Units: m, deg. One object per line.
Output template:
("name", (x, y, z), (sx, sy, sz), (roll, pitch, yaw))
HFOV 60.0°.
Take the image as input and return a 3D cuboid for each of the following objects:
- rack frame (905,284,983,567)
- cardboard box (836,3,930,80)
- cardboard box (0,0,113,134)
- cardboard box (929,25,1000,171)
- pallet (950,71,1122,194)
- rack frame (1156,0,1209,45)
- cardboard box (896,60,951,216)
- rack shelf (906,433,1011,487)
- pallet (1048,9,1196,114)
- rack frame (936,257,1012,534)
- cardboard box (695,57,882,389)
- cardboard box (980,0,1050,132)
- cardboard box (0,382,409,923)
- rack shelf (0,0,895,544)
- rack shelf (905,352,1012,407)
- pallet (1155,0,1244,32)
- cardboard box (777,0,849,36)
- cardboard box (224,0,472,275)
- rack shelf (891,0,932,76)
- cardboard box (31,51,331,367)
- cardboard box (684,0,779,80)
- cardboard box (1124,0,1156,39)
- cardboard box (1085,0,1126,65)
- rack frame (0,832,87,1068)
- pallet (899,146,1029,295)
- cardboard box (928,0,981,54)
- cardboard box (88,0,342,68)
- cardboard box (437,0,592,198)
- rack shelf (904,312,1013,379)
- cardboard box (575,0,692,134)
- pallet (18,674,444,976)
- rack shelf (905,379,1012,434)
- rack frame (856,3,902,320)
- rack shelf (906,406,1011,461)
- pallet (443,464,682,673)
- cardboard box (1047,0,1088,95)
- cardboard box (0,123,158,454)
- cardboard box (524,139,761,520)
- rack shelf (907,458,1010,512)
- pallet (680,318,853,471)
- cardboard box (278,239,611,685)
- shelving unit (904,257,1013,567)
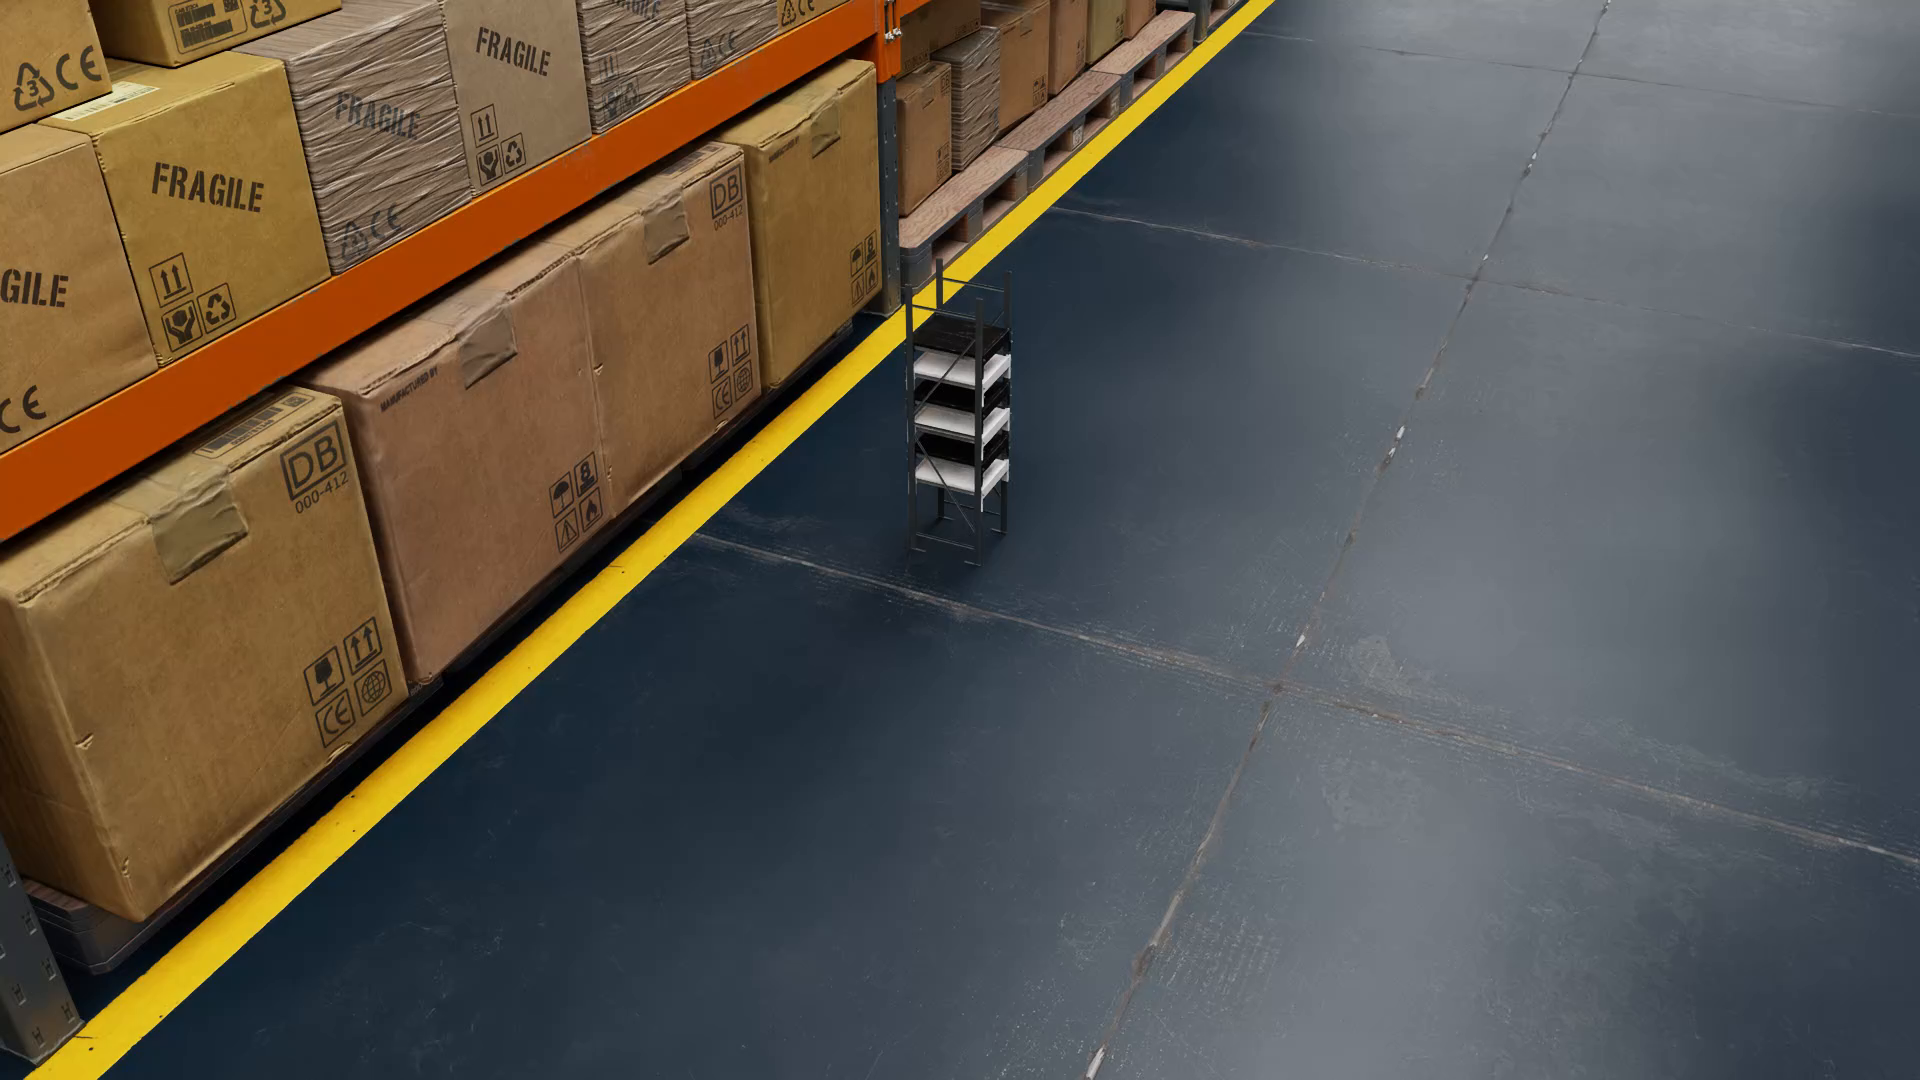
("rack frame", (-0.046, -0.322, 4.920), (0.240, 0.900, 0.006), (14, 36, 20))
("cardboard box", (-0.462, -2.062, 6.853), (0.500, 0.250, 0.500), (16, 36, 22))
("cardboard box", (-2.129, -1.058, 3.122), (0.797, 0.503, 0.637), (13, 36, 19))
("cardboard box", (-0.232, -2.025, 7.481), (0.700, 0.500, 0.500), (11, 35, 17))
("pallet", (0.125, -2.097, 8.255), (1.003, 0.211, 1.213), (14, 36, 20))
("rack frame", (0.959, -4.261, 9.013), (1.000, 3.000, 0.127), (14, 36, 20))
("cardboard box", (-0.453, -1.746, 7.055), (0.700, 0.500, 0.500), (12, 35, 18))
("rack shelf", (-0.003, -0.269, 5.065), (0.258, 0.077, 0.200), (14, 36, 20))
("pallet", (0.634, -2.707, 9.185), (1.003, 0.211, 1.213), (14, 36, 20))
("rack frame", (0.039, -0.423, 5.074), (0.240, 0.900, 0.006), (14, 36, 20))
("cardboard box", (-1.022, -1.217, 5.925), (1.225, 0.875, 0.875), (13, 35, 18))
("cardboard box", (-0.001, -2.309, 7.914), (0.700, 0.500, 0.500), (17, 37, 24))
("cardboard box", (-2.139, 0.113, 3.897), (1.225, 0.875, 0.875), (14, 36, 21))
("rack shelf", (-1.552, -0.972, 4.653), (1.077, 0.370, 4.000), (14, 36, 20))
("rack shelf", (-0.003, -0.495, 4.917), (0.258, 0.077, 0.200), (14, 36, 20))
("pallet", (1.208, -3.437, 10.300), (1.003, 0.211, 1.213), (14, 36, 20))
("cardboard box", (-0.696, -2.008, 5.486), (0.500, 0.500, 0.500), (15, 36, 22))
("cardboard box", (-1.549, -0.990, 3.933), (0.500, 0.500, 0.500), (13, 36, 19))
("rack shelf", (0.122, -2.964, 7.691), (1.077, 0.370, 4.000), (14, 36, 20))
("cardboard box", (-1.759, -0.741, 3.553), (0.500, 0.500, 0.500), (14, 36, 21))
("cardboard box", (-0.910, -1.761, 5.109), (0.500, 0.500, 0.500), (14, 36, 20))
("cardboard box", (0.682, -3.099, 9.119), (0.700, 0.500, 0.500), (11, 35, 17))
("cardboard box", (0.466, -2.866, 8.763), (0.700, 0.500, 0.500), (14, 36, 20))
("rack frame", (-2.388, -0.277, 2.936), (1.000, 3.000, 0.127), (14, 36, 20))
("pallet", (-0.386, -1.492, 7.332), (1.003, 0.211, 1.213), (14, 36, 20))
("cardboard box", (-0.249, -2.328, 7.260), (0.500, 0.250, 0.500), (18, 37, 26))
("cardboard box", (-1.831, -1.397, 3.639), (0.797, 0.503, 0.637), (15, 36, 21))
("cardboard box", (-1.338, -1.248, 4.327), (0.500, 0.500, 0.500), (15, 36, 21))
("rack shelf", (-0.003, -0.570, 4.867), (0.258, 0.077, 0.200), (14, 36, 20))
("cardboard box", (-1.124, -1.502, 4.713), (0.500, 0.500, 0.500), (13, 35, 19))
("pallet", (-2.134, 0.488, 4.313), (1.003, 0.211, 1.213), (14, 36, 20))
("rack shelf", (-0.003, -0.420, 4.966), (0.258, 0.077, 0.200), (14, 36, 20))
("rack frame", (-0.715, -2.269, 5.975), (1.000, 3.000, 0.127), (14, 36, 20))
("rack shelf", (-0.003, -0.344, 5.015), (0.258, 0.077, 0.200), (14, 36, 20))
("pallet", (-1.625, -0.122, 5.243), (1.003, 0.211, 1.213), (14, 36, 20))
("cardboard box", (0.232, -2.587, 8.338), (0.700, 0.500, 0.500), (11, 35, 16))
("cardboard box", (-1.969, -0.490, 3.171), (0.500, 0.500, 0.500), (14, 36, 21))
("cardboard box", (-1.402, -0.775, 5.251), (1.225, 0.875, 0.875), (14, 36, 21))
("rack shelf", (-0.003, -0.194, 5.114), (0.258, 0.077, 0.200), (14, 36, 20))
("pallet", (-1.113, -0.727, 6.167), (1.003, 0.211, 1.213), (14, 36, 20))
("cardboard box", (-1.766, -0.332, 4.576), (1.225, 0.875, 0.875), (13, 35, 19))
("shelving unit", (-0.003, -0.372, 4.997), (0.258, 0.900, 0.210), (14, 36, 20))
